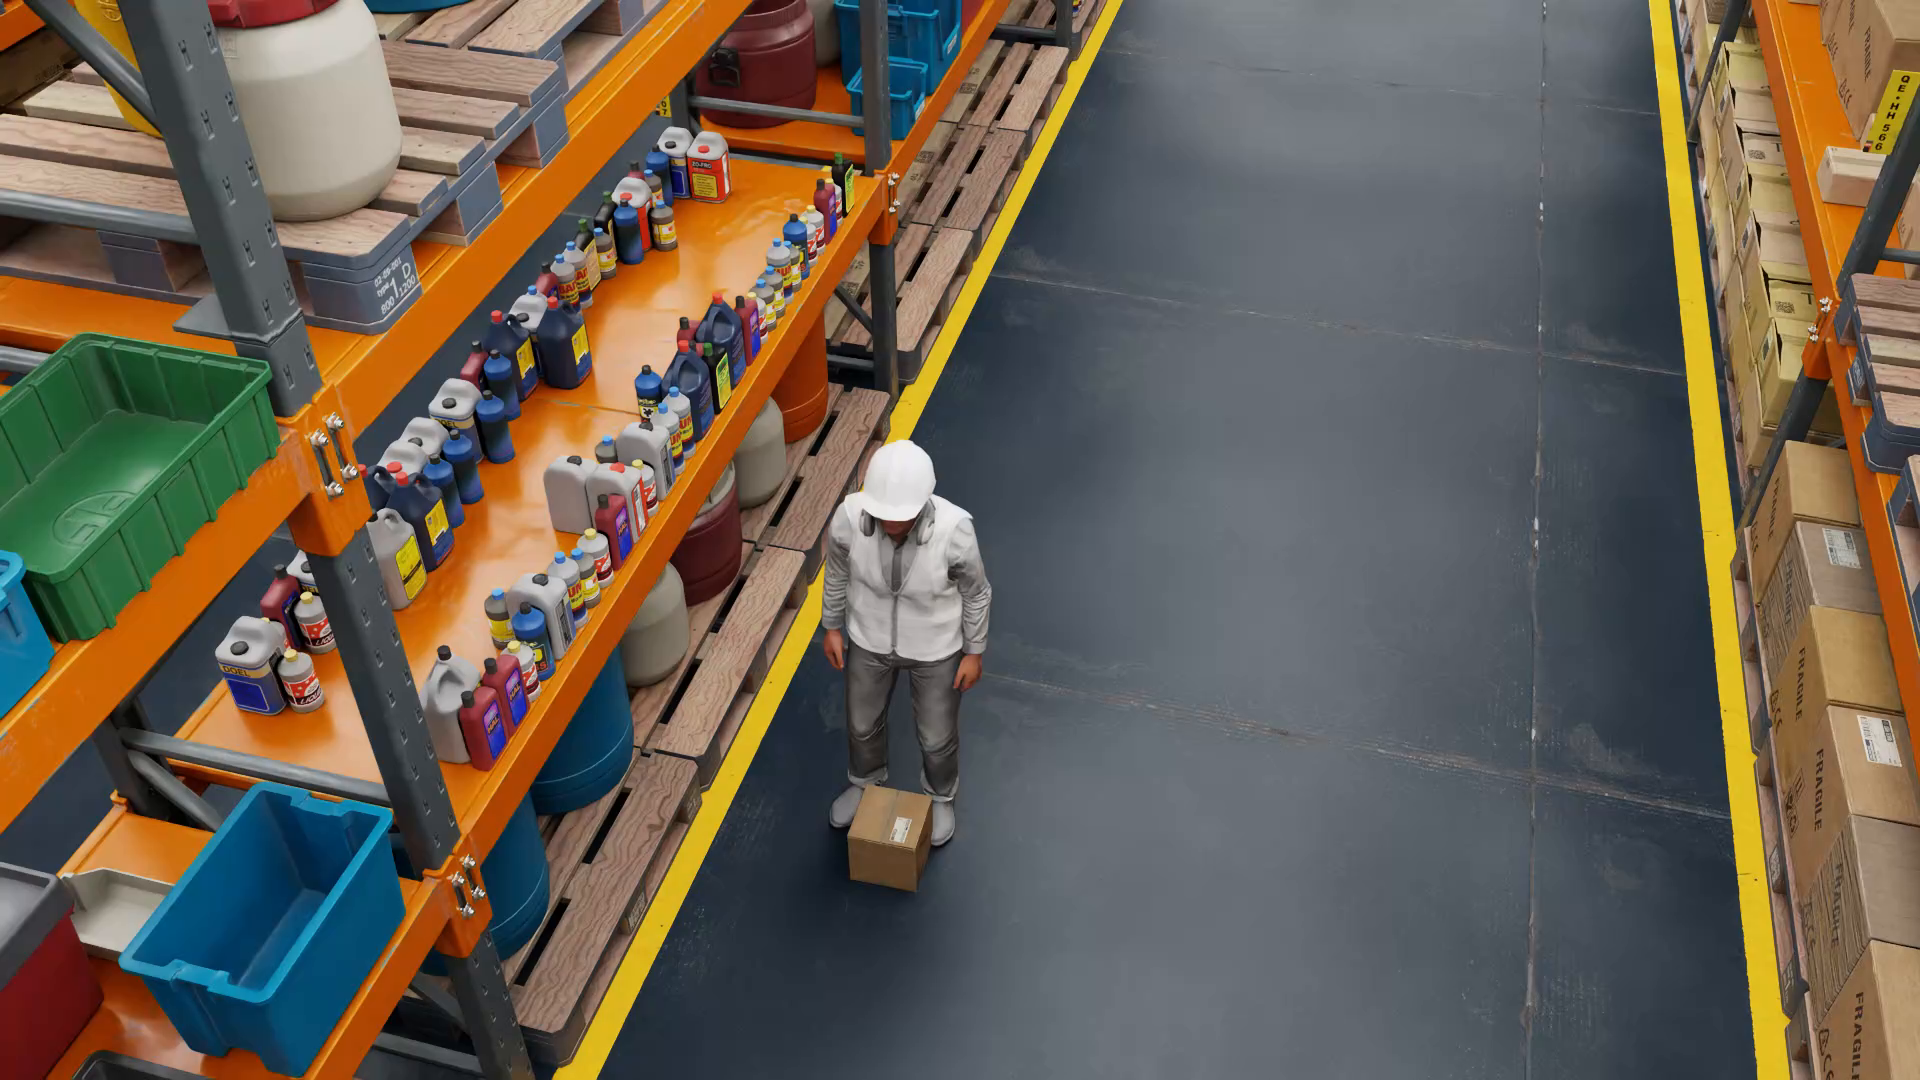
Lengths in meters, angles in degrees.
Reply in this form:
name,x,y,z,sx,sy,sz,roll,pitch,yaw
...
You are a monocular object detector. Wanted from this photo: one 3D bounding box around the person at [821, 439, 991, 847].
name,x,y,z,sx,sy,sz,roll,pitch,yaw
person,-0.191,0.346,5.736,0.585,1.771,0.466,9,42,11
